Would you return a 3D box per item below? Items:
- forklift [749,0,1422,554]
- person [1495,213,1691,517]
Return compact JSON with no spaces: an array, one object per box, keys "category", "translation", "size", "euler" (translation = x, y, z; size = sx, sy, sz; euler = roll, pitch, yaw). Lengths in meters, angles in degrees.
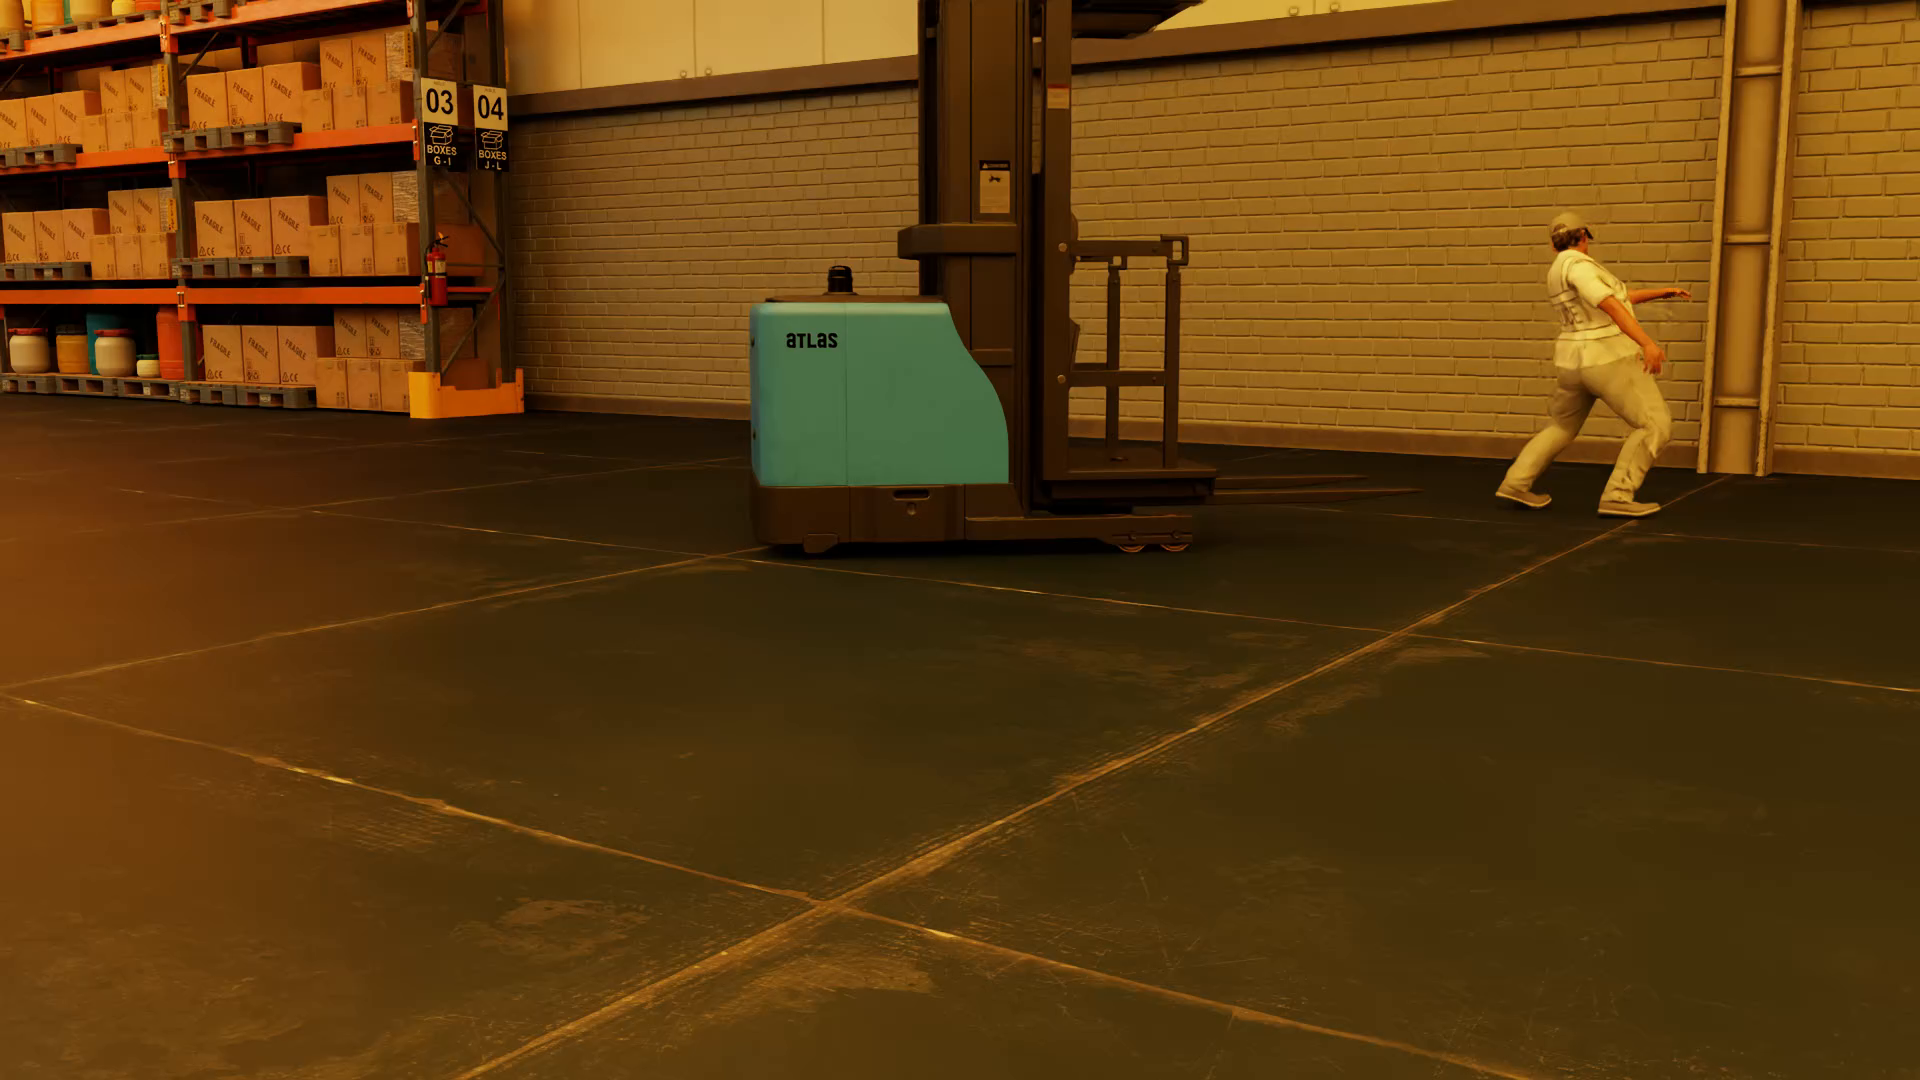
[{"category":"forklift","translation":[0.570,-1.467,7.512],"size":[3.031,2.935,1.130],"euler":[-1,8,-9]},{"category":"person","translation":[3.298,-0.892,8.424],"size":[0.837,1.519,0.789],"euler":[-2,8,-12]}]
